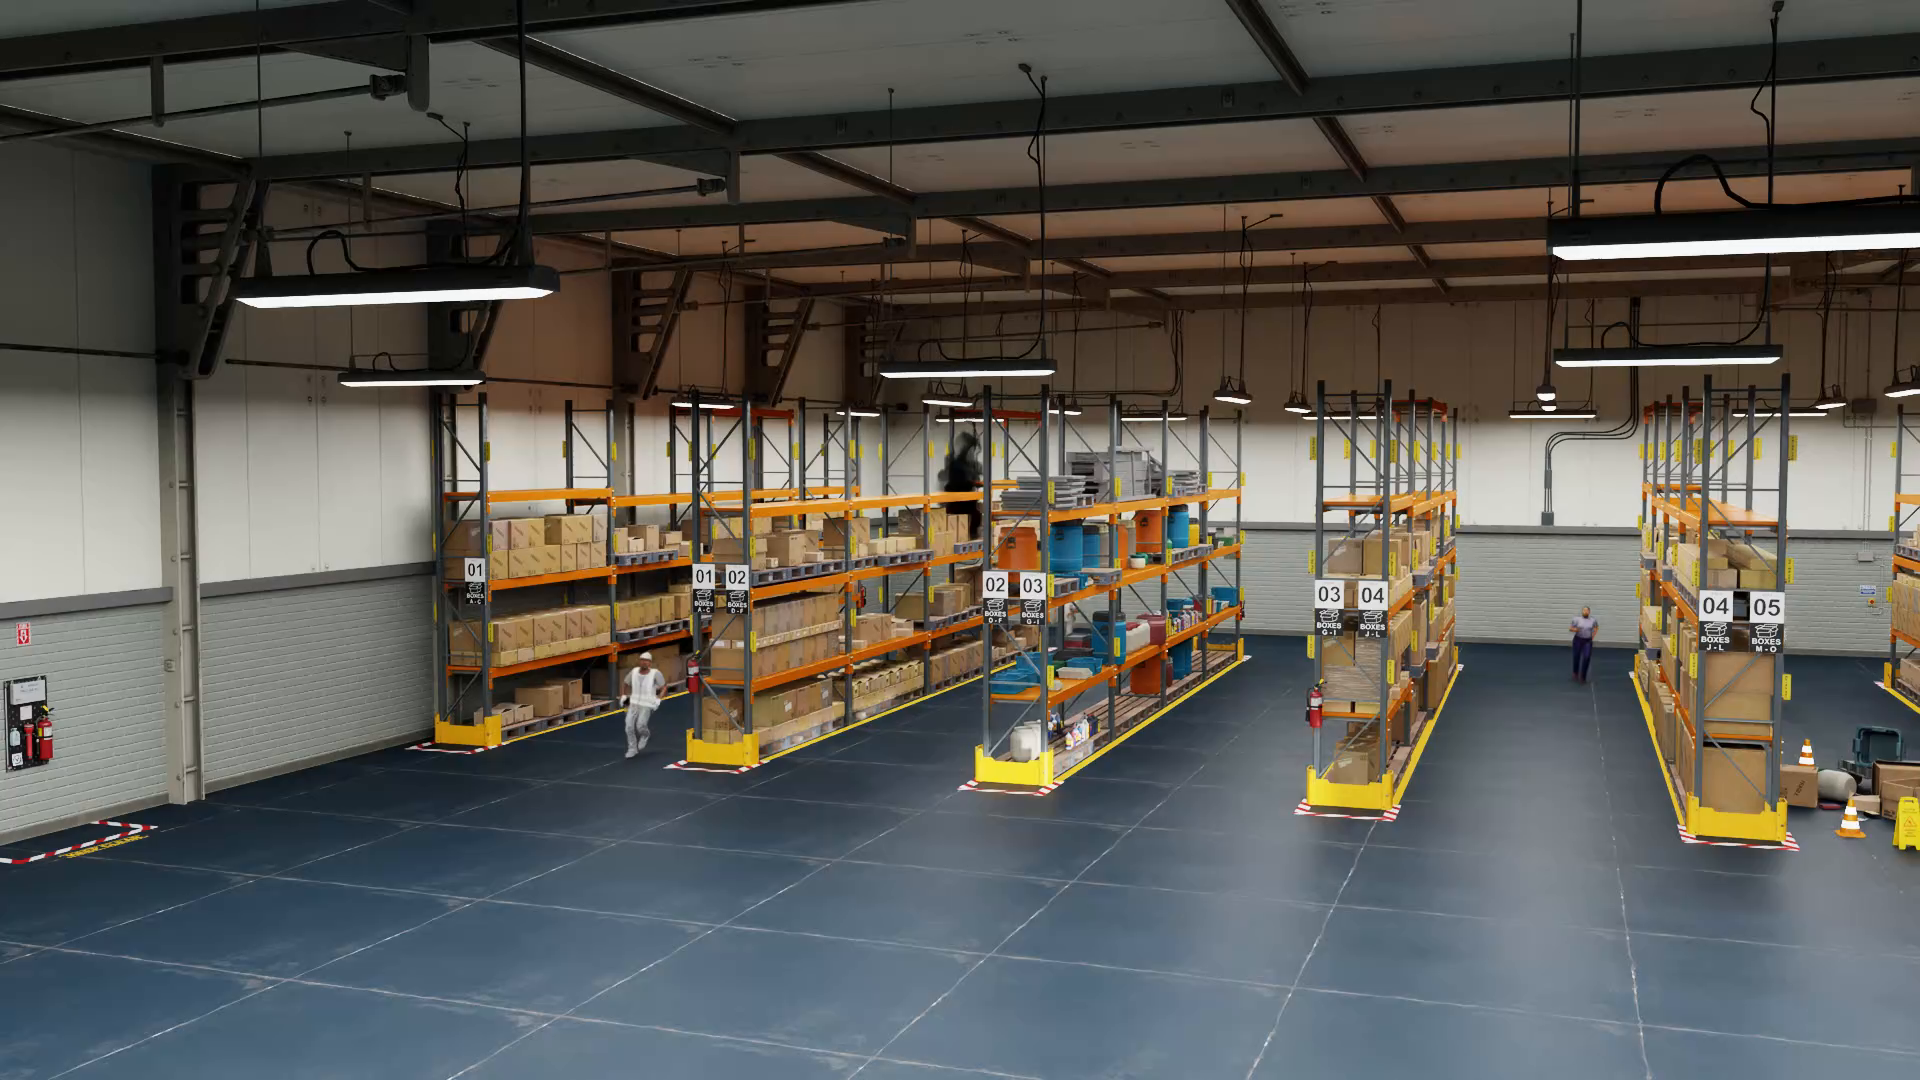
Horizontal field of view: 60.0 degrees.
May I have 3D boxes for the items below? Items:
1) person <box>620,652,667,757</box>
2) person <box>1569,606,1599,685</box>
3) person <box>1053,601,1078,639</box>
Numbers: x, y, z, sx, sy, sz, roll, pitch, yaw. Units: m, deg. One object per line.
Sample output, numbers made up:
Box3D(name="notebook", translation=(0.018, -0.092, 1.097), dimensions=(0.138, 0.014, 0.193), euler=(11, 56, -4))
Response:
Box3D(name="person", translation=(-5.210, 2.700, 27.277), dimensions=(0.742, 1.727, 0.554), euler=(1, 3, 11))
Box3D(name="person", translation=(13.519, 2.273, 36.067), dimensions=(0.589, 1.706, 0.777), euler=(1, 3, 19))
Box3D(name="person", translation=(2.401, 1.869, 38.139), dimensions=(0.603, 1.642, 0.532), euler=(1, 3, 9))
